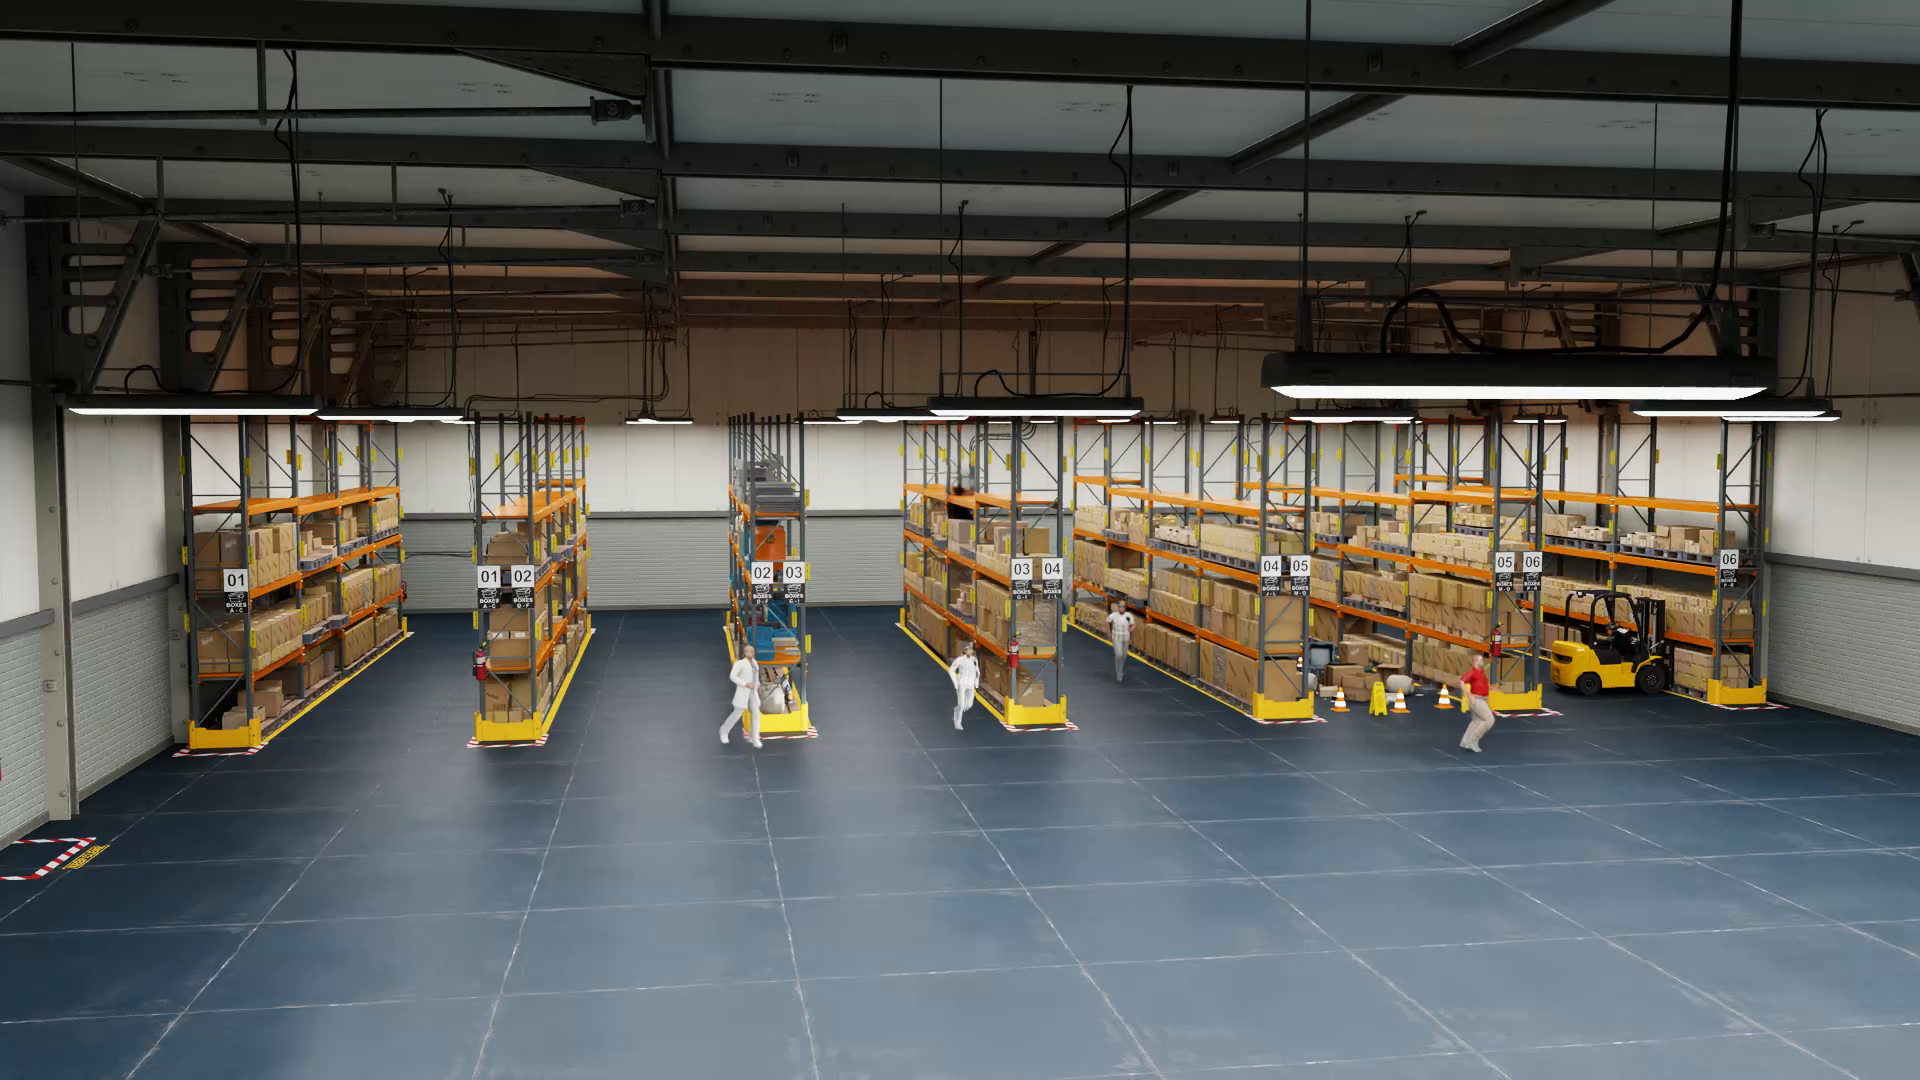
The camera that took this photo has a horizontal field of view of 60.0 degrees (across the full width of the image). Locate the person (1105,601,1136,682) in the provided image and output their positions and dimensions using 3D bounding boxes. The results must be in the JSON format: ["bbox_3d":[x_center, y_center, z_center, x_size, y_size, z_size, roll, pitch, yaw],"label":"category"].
[{"bbox_3d":[3.675,2.282,37.774,0.645,1.838,0.788,-1,4,-13],"label":"person"}]

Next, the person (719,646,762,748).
[{"bbox_3d":[-3.817,2.795,29.970,1.016,1.773,0.762,3,5,41],"label":"person"}]

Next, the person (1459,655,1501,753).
[{"bbox_3d":[9.150,2.880,29.258,0.685,1.719,0.637,2,4,28],"label":"person"}]

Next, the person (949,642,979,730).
[{"bbox_3d":[0.090,2.769,31.743,0.660,1.651,0.509,-2,4,-24],"label":"person"}]

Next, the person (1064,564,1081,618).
[{"bbox_3d":[3.457,1.506,49.661,0.674,1.718,0.745,-1,4,-16],"label":"person"}]
